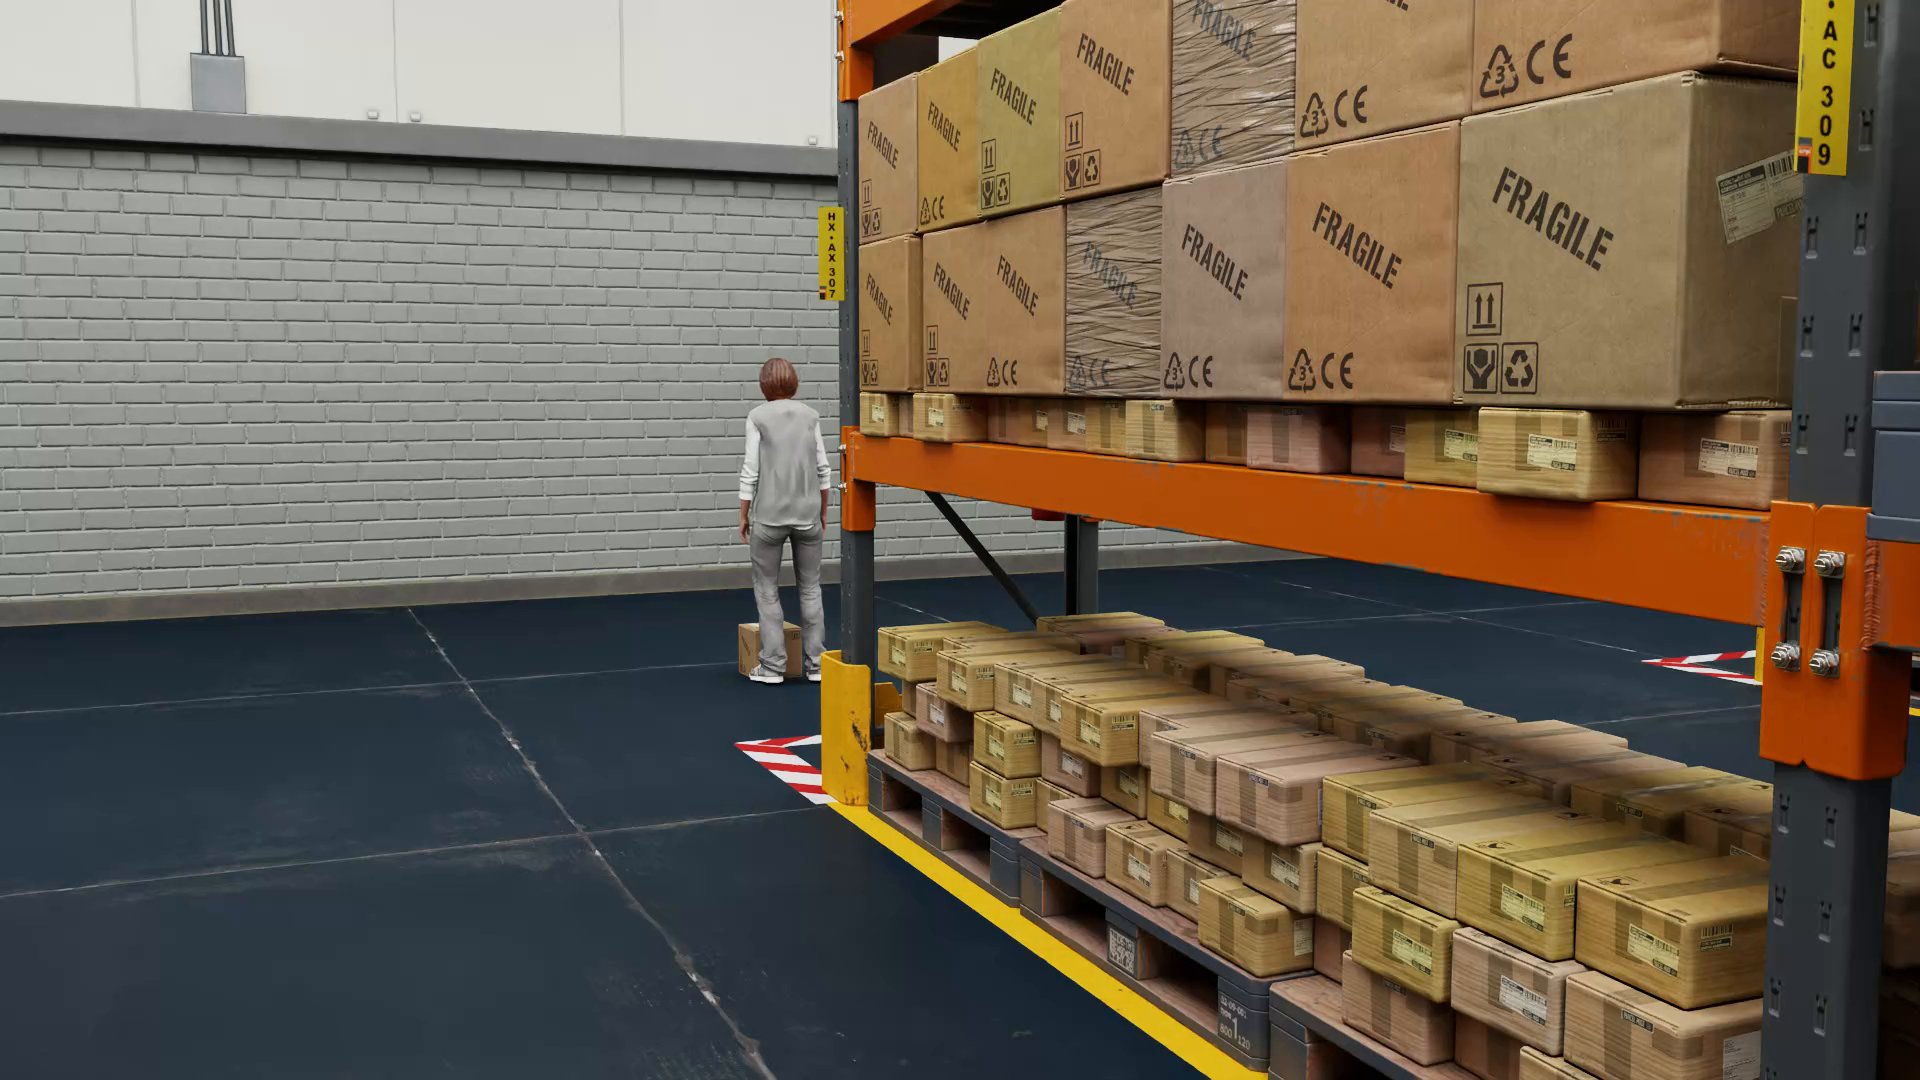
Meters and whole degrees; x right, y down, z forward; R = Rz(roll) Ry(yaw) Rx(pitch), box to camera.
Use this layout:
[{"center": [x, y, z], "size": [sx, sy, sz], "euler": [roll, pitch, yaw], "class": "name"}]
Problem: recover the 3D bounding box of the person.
[{"center": [-0.858, -0.091, 8.137], "size": [0.461, 1.593, 0.364], "euler": [-2, 6, -23], "class": "person"}]
